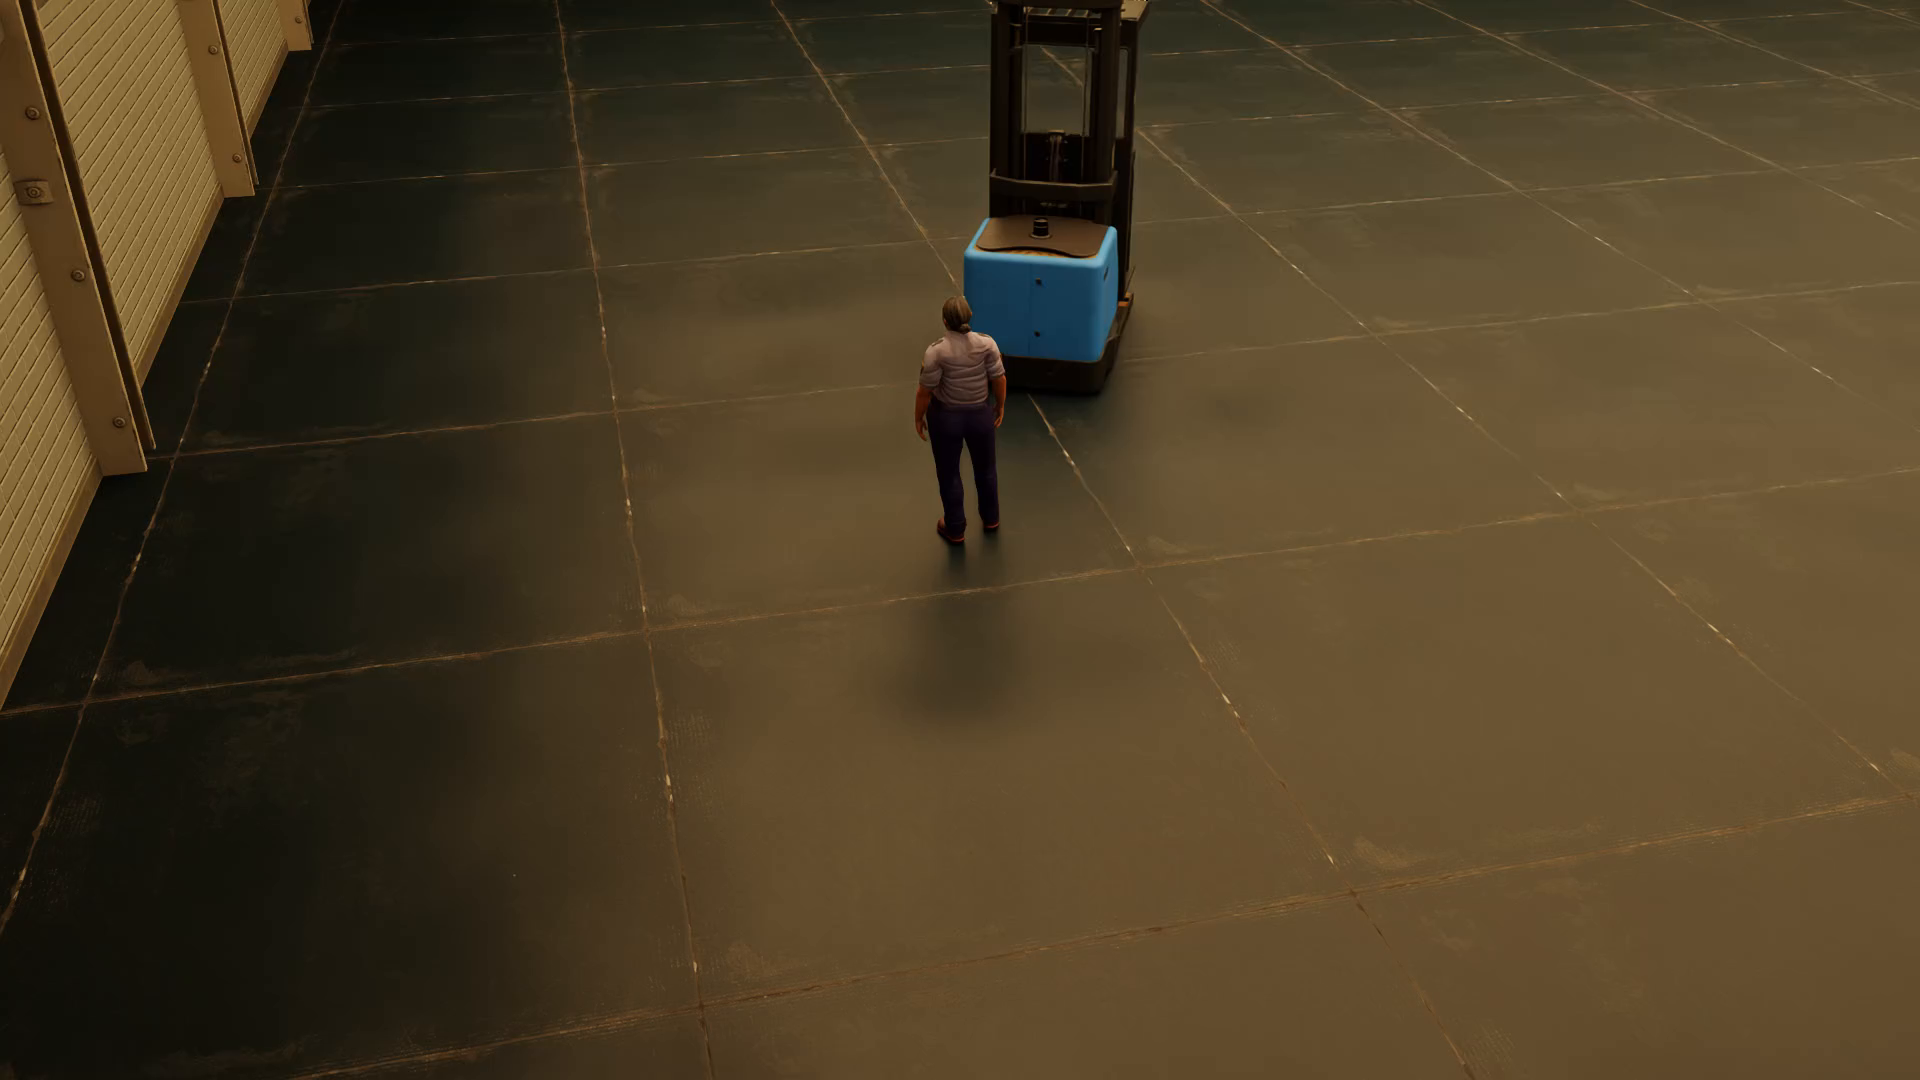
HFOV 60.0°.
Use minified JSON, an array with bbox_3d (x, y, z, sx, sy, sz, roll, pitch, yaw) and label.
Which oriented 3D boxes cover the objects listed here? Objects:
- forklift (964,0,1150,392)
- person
[{"bbox_3d":[0.822,-3.079,12.893,1.130,2.935,3.031,6,31,10],"label":"forklift"},{"bbox_3d":[0.001,-0.766,10.163,0.599,1.650,0.503,-7,31,-12],"label":"person"}]
